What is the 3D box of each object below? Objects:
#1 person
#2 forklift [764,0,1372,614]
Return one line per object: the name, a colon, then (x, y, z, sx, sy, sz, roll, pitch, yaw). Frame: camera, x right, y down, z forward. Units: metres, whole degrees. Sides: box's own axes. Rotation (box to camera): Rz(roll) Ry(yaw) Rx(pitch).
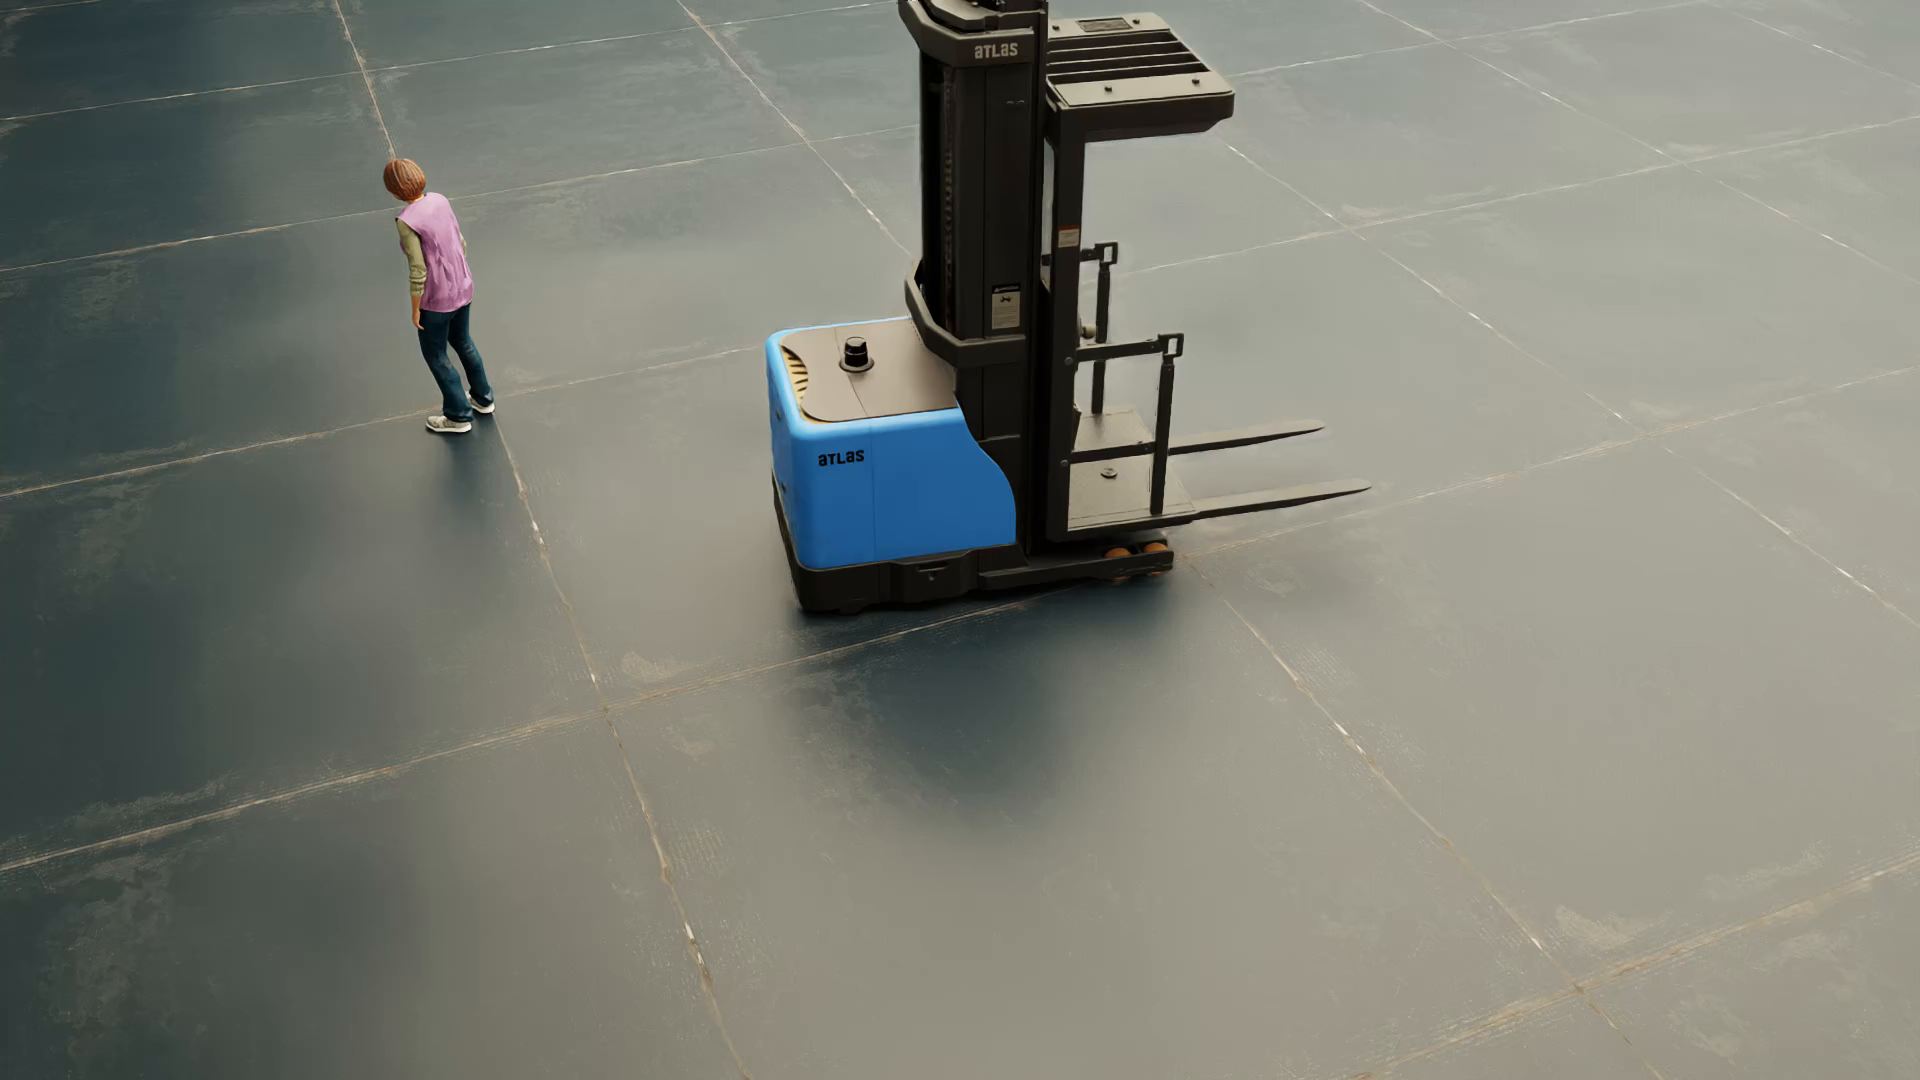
person: (-2.855, -1.332, 9.130, 0.348, 1.590, 0.465, 13, 37, 18)
forklift: (0.593, -1.278, 7.896, 3.031, 2.935, 1.130, -8, 36, -11)
